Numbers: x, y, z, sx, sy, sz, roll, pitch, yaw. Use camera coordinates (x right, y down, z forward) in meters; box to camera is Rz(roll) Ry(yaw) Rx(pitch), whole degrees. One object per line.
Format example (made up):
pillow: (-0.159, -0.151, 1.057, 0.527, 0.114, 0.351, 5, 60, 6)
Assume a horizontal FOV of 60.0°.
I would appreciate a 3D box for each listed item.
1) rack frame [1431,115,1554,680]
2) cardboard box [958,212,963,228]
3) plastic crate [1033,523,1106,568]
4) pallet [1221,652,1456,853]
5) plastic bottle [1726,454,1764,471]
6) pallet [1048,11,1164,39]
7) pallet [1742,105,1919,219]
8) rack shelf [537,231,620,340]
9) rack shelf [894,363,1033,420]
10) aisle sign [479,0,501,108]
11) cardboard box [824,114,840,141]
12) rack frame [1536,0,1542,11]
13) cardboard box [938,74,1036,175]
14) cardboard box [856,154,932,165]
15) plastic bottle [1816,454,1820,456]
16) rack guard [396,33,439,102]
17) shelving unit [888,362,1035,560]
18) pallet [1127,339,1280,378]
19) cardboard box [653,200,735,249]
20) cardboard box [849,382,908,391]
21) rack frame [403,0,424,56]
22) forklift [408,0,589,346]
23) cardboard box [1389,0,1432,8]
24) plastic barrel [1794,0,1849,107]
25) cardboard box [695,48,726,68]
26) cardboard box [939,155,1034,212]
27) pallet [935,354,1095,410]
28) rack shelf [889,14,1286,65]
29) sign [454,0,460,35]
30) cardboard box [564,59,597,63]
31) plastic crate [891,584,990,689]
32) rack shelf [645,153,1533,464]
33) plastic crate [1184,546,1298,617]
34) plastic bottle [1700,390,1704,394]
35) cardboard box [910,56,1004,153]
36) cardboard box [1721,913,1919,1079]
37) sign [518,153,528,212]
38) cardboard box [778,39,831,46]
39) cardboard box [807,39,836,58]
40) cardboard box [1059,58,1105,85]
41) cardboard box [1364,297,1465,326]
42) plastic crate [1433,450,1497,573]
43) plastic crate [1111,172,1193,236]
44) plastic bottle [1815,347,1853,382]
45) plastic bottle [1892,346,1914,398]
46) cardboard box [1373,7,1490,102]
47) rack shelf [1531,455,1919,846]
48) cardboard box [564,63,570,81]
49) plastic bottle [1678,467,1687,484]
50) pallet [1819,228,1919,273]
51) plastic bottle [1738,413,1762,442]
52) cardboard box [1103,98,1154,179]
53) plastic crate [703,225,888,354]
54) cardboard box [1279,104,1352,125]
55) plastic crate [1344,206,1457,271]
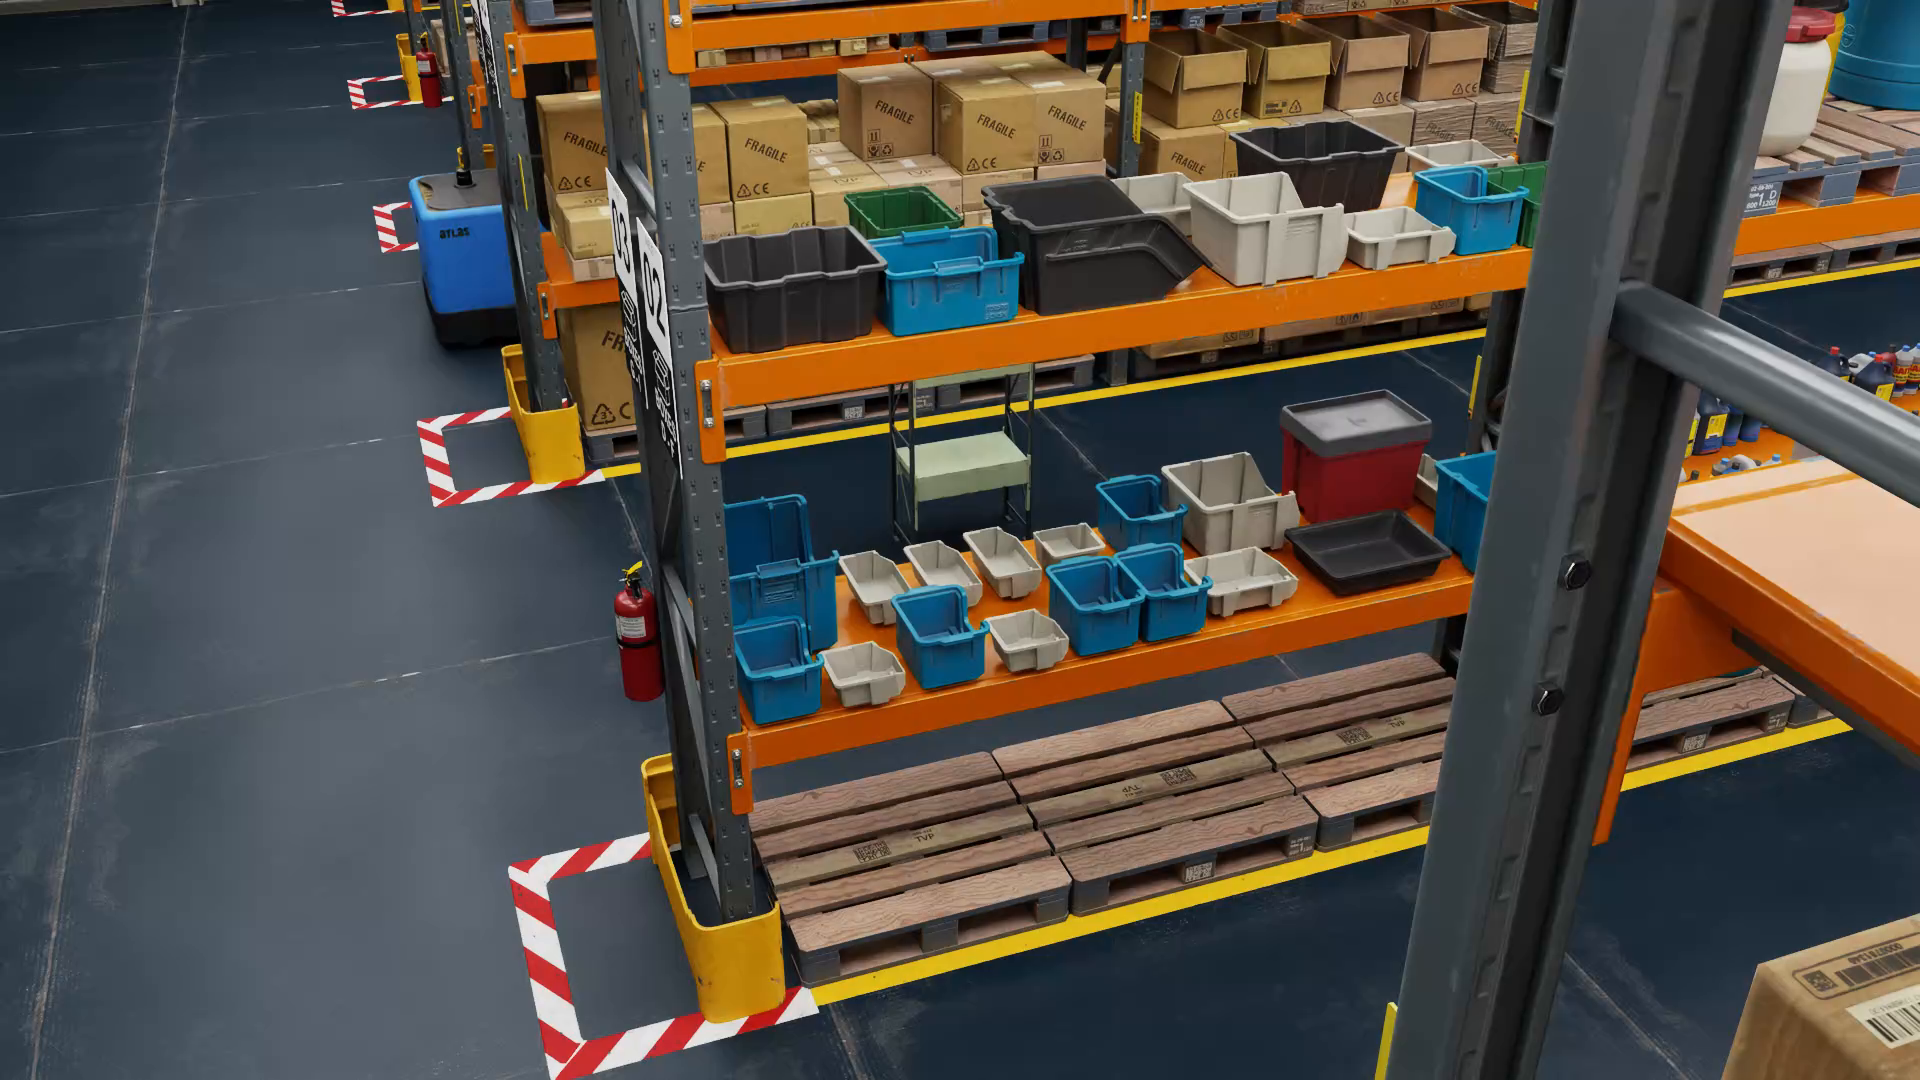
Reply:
rack frame: (2.707, -0.350, 7.685, 0.127, 3.000, 1.000, -10, 31, -18)
cardboard box: (-0.156, -2.157, 11.110, 0.250, 0.149, 0.380, -10, 31, -17)
plastic crate: (0.460, 0.041, 7.204, 0.250, 0.136, 0.298, -10, 31, -18)
pallet: (2.032, 1.006, 8.121, 1.213, 0.211, 1.003, -10, 31, -18)
plastic bottle: (3.617, -0.263, 7.657, 0.135, 0.276, 0.152, -10, 31, -18)
pallet: (1.253, -5.213, 16.415, 1.213, 0.211, 1.003, -10, 31, -18)
pallet: (3.408, -1.752, 7.307, 1.003, 0.211, 1.213, -10, 31, -18)
rack shelf: (-0.894, -1.991, 11.291, 4.000, 0.370, 1.077, -10, 31, -18)
rack shelf: (0.006, -0.992, 9.538, 0.720, 0.370, 0.431, -10, 31, -18)
aisle sign: (-2.731, -2.936, 9.597, 0.004, 0.787, 0.394, -10, 31, -18)
cardboard box: (-1.123, -3.925, 15.814, 0.250, 0.149, 0.380, -10, 31, -17)
rack frame: (4.729, -3.339, 12.931, 0.127, 3.000, 1.000, -10, 31, -18)
cardboard box: (0.172, -2.750, 10.991, 0.500, 0.500, 0.500, -10, 31, -17)
cardboard box: (-0.503, -2.577, 11.445, 0.500, 0.250, 0.500, -10, 31, -16)
plastic bottle: (4.032, -0.318, 7.747, 0.133, 0.283, 0.061, -10, 31, -18)
rack guard: (-6.247, -5.465, 19.189, 0.348, 0.500, 1.175, -10, 31, -18)
shelving unit: (0.006, -0.653, 9.731, 0.755, 1.500, 0.431, -10, 31, -18)
pallet: (1.677, -1.605, 12.704, 1.213, 0.211, 1.003, -10, 31, -18)
cardboard box: (-1.740, -2.072, 10.559, 0.500, 0.250, 0.500, -11, 31, -18)
cardboard box: (-0.510, -1.675, 11.733, 0.875, 0.875, 0.875, -10, 31, -18)
rack frame: (-6.224, -6.556, 18.577, 0.127, 3.000, 1.000, -10, 31, -18)
forklift: (-2.703, -3.196, 12.750, 3.031, 2.935, 1.130, -11, 32, -19)
cardboard box: (4.558, -5.829, 17.201, 0.500, 0.500, 0.500, -10, 31, -18)
plastic barrel: (3.492, -2.170, 7.234, 0.600, 0.588, 0.600, 0, 30, 0)
cardboard box: (-2.281, -4.397, 15.041, 0.250, 0.149, 0.380, -10, 31, -17)
cardboard box: (0.174, -2.424, 11.176, 0.500, 0.250, 0.500, -9, 31, -16)
pallet: (0.240, -1.342, 12.243, 1.213, 0.211, 1.003, -10, 31, -18)
rack shelf: (1.220, -5.000, 16.573, 4.000, 0.370, 1.077, -10, 31, -18)
sign: (-4.214, -4.401, 13.921, 0.005, 0.325, 0.100, -10, 31, -18)
cardboard box: (-3.394, -4.503, 14.572, 0.500, 0.500, 0.500, -10, 31, -18)
plastic crate: (-0.078, 0.383, 6.506, 0.300, 0.233, 0.416, -10, 31, -18)
rack shelf: (0.833, -0.996, 6.515, 4.000, 0.370, 1.077, -10, 31, -18)
plastic crate: (1.180, 0.178, 6.964, 0.466, 0.136, 0.293, -10, 31, -18)
plastic bottle: (3.628, -0.671, 8.299, 0.185, 0.351, 0.144, -10, 31, -18)
cardboard box: (-0.022, -2.993, 11.417, 0.500, 0.500, 0.500, -10, 31, -18)
cardboard box: (1.158, 0.761, 1.593, 0.500, 0.500, 0.700, -10, 31, -18)
sign: (-2.581, -2.110, 9.819, 0.005, 0.325, 0.100, -10, 31, -18)
cardboard box: (-1.496, -4.836, 15.157, 0.500, 0.500, 0.500, -11, 32, -19)
cardboard box: (-1.315, -4.587, 15.375, 0.250, 0.149, 0.380, -9, 31, -16)
cardboard box: (1.108, -4.573, 16.441, 0.500, 0.250, 0.500, -9, 31, -16)
cardboard box: (3.237, -2.338, 12.897, 0.875, 0.875, 1.225, -10, 31, -17)
plastic crate: (2.389, -0.131, 7.255, 0.575, 0.384, 0.392, -10, 31, -18)
plastic crate: (0.809, -1.321, 6.624, 0.530, 0.136, 0.437, -10, 31, -18)
plastic bottle: (4.487, -0.830, 8.576, 0.185, 0.351, 0.144, -10, 31, -18)
plastic bottle: (4.954, -0.893, 8.769, 0.097, 0.271, 0.097, 0, 30, 0)
cardboard box: (3.427, -3.588, 12.254, 0.637, 0.503, 0.797, -10, 31, -16)
rack shelf: (2.557, 0.001, 1.738, 4.000, 0.370, 1.077, -10, 31, -18)
cardboard box: (-3.491, -4.156, 14.619, 0.250, 0.149, 0.380, -11, 32, -19)
plastic bottle: (3.188, -0.246, 7.553, 0.185, 0.351, 0.144, -10, 31, -18)
pallet: (7.749, -2.683, 14.596, 1.213, 0.211, 1.003, -10, 31, -18)
plastic bottle: (3.966, -0.631, 8.308, 0.097, 0.271, 0.097, 0, 30, 0)
cardboard box: (1.323, -2.899, 12.058, 0.500, 0.500, 0.500, -10, 31, -17)
plastic crate: (-0.583, -0.844, 5.653, 0.590, 0.269, 0.497, -10, 31, -18)
cardboard box: (2.439, -2.829, 11.934, 0.500, 0.500, 0.500, -11, 32, -19)
plastic crate: (1.648, -1.143, 6.313, 0.466, 0.136, 0.293, -10, 31, -18)
